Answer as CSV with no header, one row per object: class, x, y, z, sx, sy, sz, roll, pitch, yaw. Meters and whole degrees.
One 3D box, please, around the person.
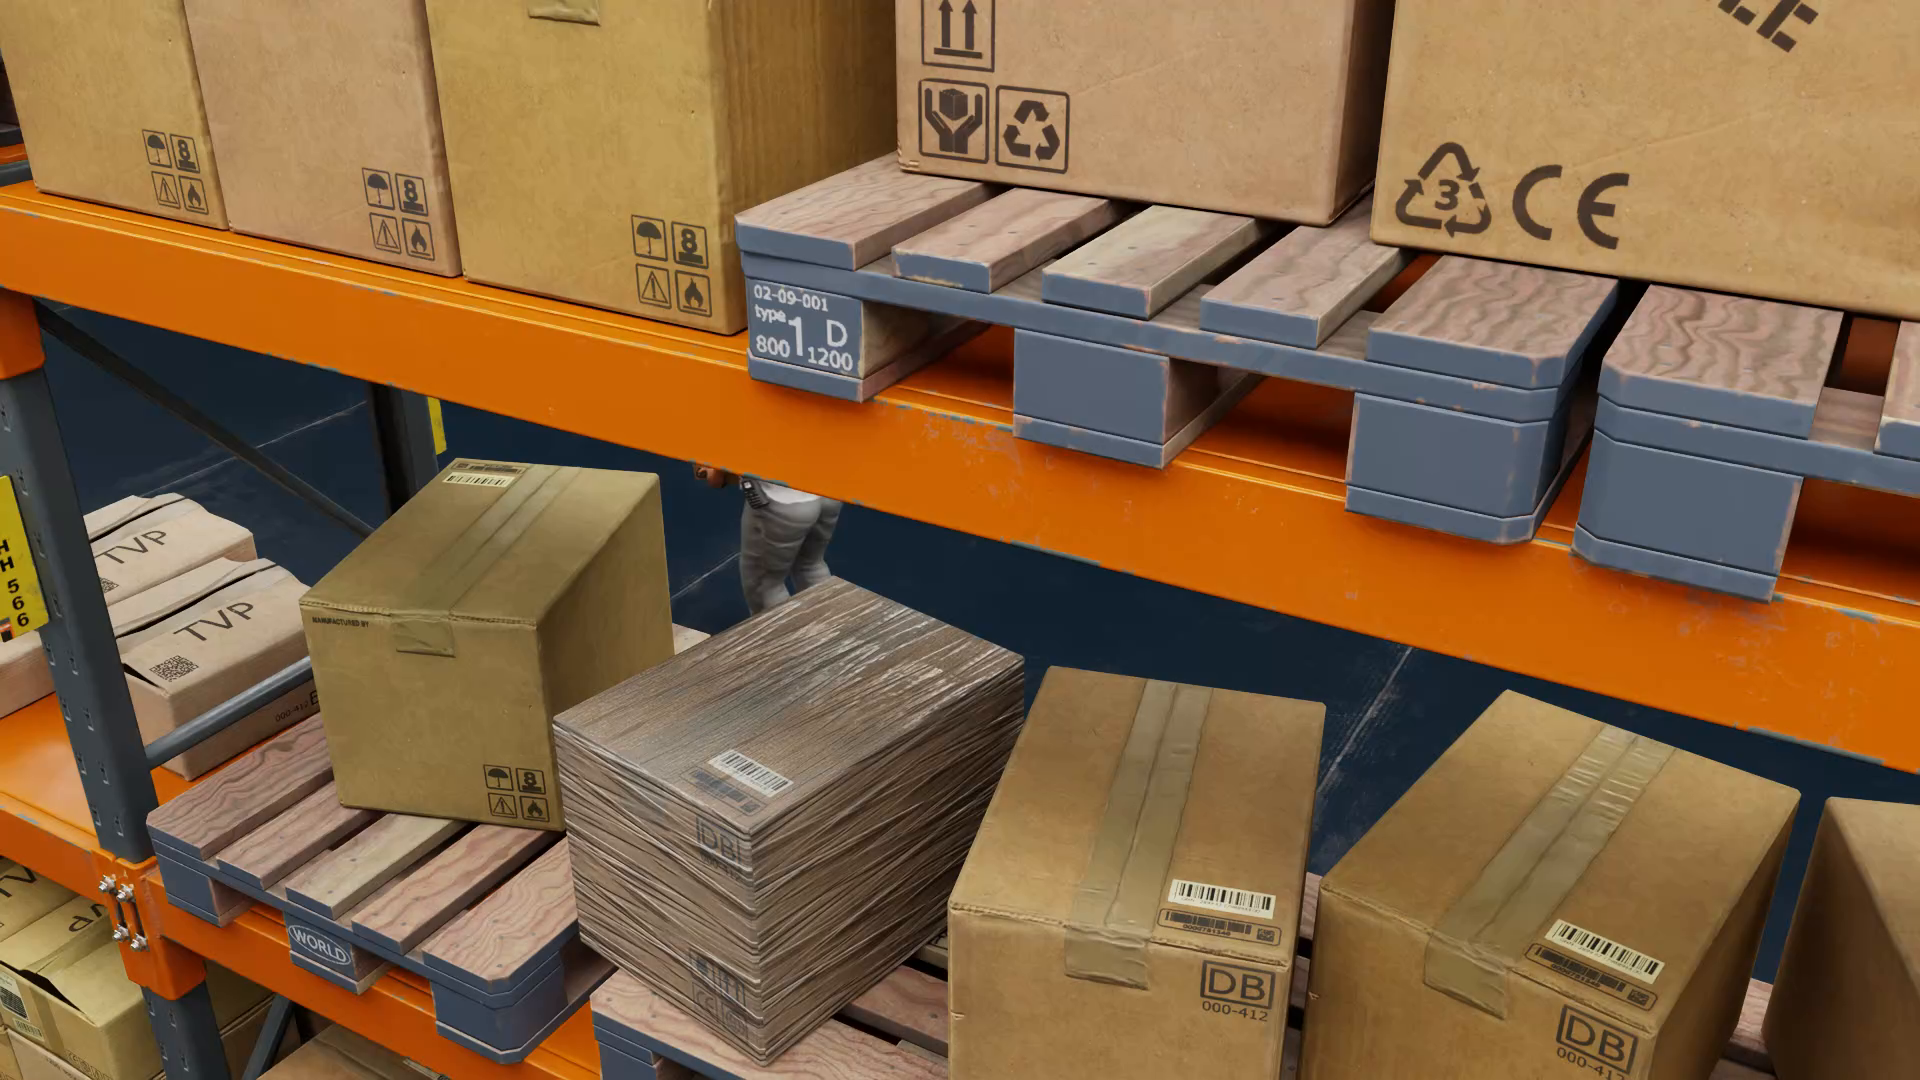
person,-0.723,-0.190,6.500,0.541,1.653,0.453,14,30,26
